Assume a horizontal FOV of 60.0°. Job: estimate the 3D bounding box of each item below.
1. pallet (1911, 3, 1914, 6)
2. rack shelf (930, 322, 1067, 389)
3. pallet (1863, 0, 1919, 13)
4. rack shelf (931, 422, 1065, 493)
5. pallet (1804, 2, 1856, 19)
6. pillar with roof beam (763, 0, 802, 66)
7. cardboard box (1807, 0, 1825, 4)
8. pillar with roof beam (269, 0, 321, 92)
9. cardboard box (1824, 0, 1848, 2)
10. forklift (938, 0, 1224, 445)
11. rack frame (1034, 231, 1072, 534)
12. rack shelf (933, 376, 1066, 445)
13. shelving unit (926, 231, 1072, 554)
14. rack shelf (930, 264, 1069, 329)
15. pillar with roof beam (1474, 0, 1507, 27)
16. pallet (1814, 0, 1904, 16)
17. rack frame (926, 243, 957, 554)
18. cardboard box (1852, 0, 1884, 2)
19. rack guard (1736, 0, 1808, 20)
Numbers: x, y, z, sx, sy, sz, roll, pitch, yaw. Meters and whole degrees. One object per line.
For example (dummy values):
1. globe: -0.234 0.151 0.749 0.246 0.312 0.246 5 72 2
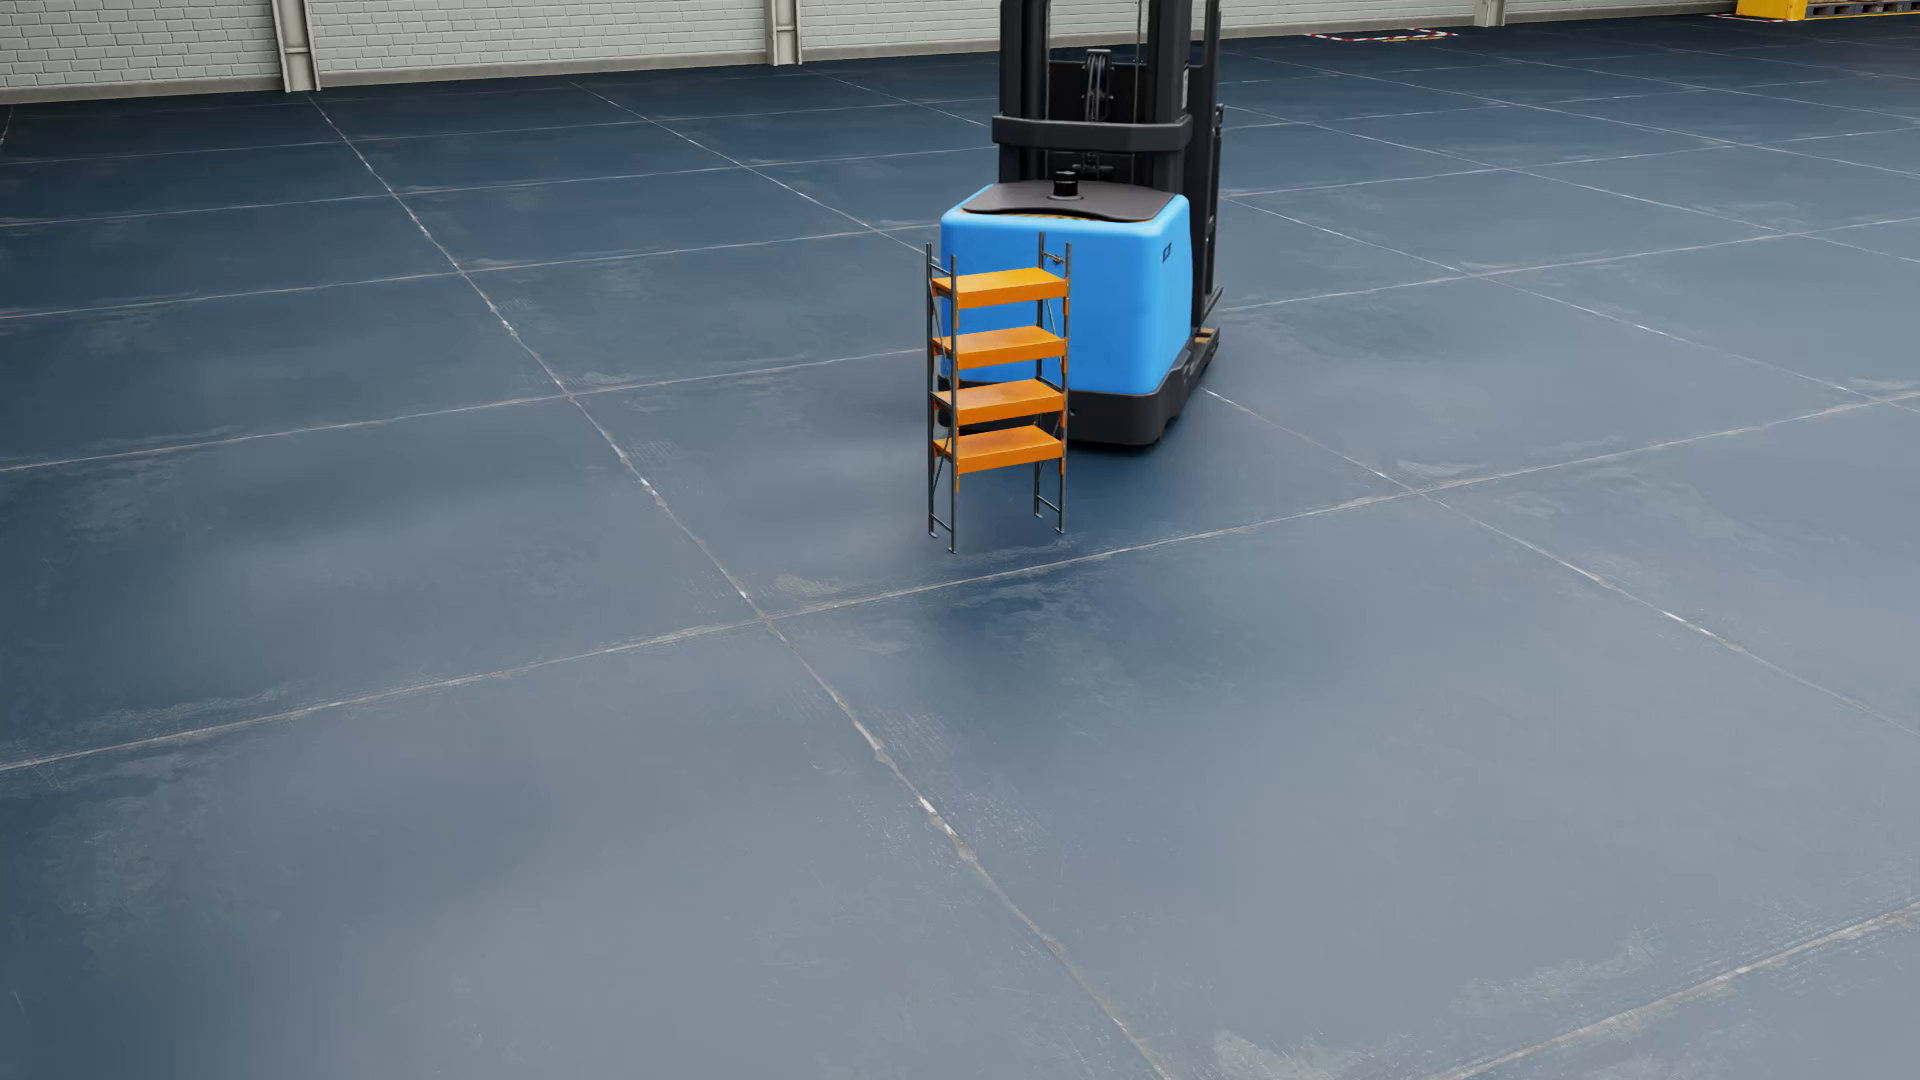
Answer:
1. pallet: 17.950 -9.744 30.015 1.213 0.211 1.003 -10 25 -24
2. rack shelf: 0.149 -0.726 6.527 0.480 0.148 0.258 -10 25 -24
3. pallet: 16.659 -9.491 29.403 1.213 0.211 1.003 -10 25 -24
4. rack shelf: 0.149 -0.336 6.689 0.480 0.148 0.258 -10 25 -24
5. pallet: 14.461 -9.086 28.425 1.213 0.211 1.003 -10 25 -24
6. pillar with roof beam: -0.452 -8.956 16.621 0.400 9.000 9.100 -10 25 -24
7. cardboard box: 14.307 -9.284 28.198 0.500 0.311 0.500 -14 26 -30
8. pillar with roof beam: -5.858 -7.961 14.217 0.400 9.000 9.100 -10 25 -24
9. cardboard box: 14.821 -9.379 28.426 0.500 0.311 0.500 -8 24 -19
10. forklift: 0.805 -2.322 8.528 1.130 2.935 3.031 6 23 15
11. rack frame: 0.369 -0.622 6.685 0.015 1.200 0.240 -10 25 -24
12. rack shelf: 0.149 -0.520 6.613 0.480 0.148 0.258 -10 25 -24
13. shelving unit: 0.149 -0.582 6.587 0.503 1.200 0.258 -10 25 -24
14. rack shelf: 0.149 -0.945 6.437 0.480 0.148 0.258 -10 25 -24
15. pillar with roof beam: 10.361 -10.947 21.430 0.400 9.000 9.100 -10 25 -24
16. pallet: 15.558 -9.287 28.910 1.213 0.211 1.003 -10 25 -24
17. rack frame: -0.071 -0.541 6.489 0.015 1.200 0.240 -10 25 -24
18. cardboard box: 15.504 -9.571 28.642 0.500 0.500 0.700 -12 25 -27
19. rack guard: 13.713 -9.097 28.074 0.348 0.500 1.175 -10 25 -24
